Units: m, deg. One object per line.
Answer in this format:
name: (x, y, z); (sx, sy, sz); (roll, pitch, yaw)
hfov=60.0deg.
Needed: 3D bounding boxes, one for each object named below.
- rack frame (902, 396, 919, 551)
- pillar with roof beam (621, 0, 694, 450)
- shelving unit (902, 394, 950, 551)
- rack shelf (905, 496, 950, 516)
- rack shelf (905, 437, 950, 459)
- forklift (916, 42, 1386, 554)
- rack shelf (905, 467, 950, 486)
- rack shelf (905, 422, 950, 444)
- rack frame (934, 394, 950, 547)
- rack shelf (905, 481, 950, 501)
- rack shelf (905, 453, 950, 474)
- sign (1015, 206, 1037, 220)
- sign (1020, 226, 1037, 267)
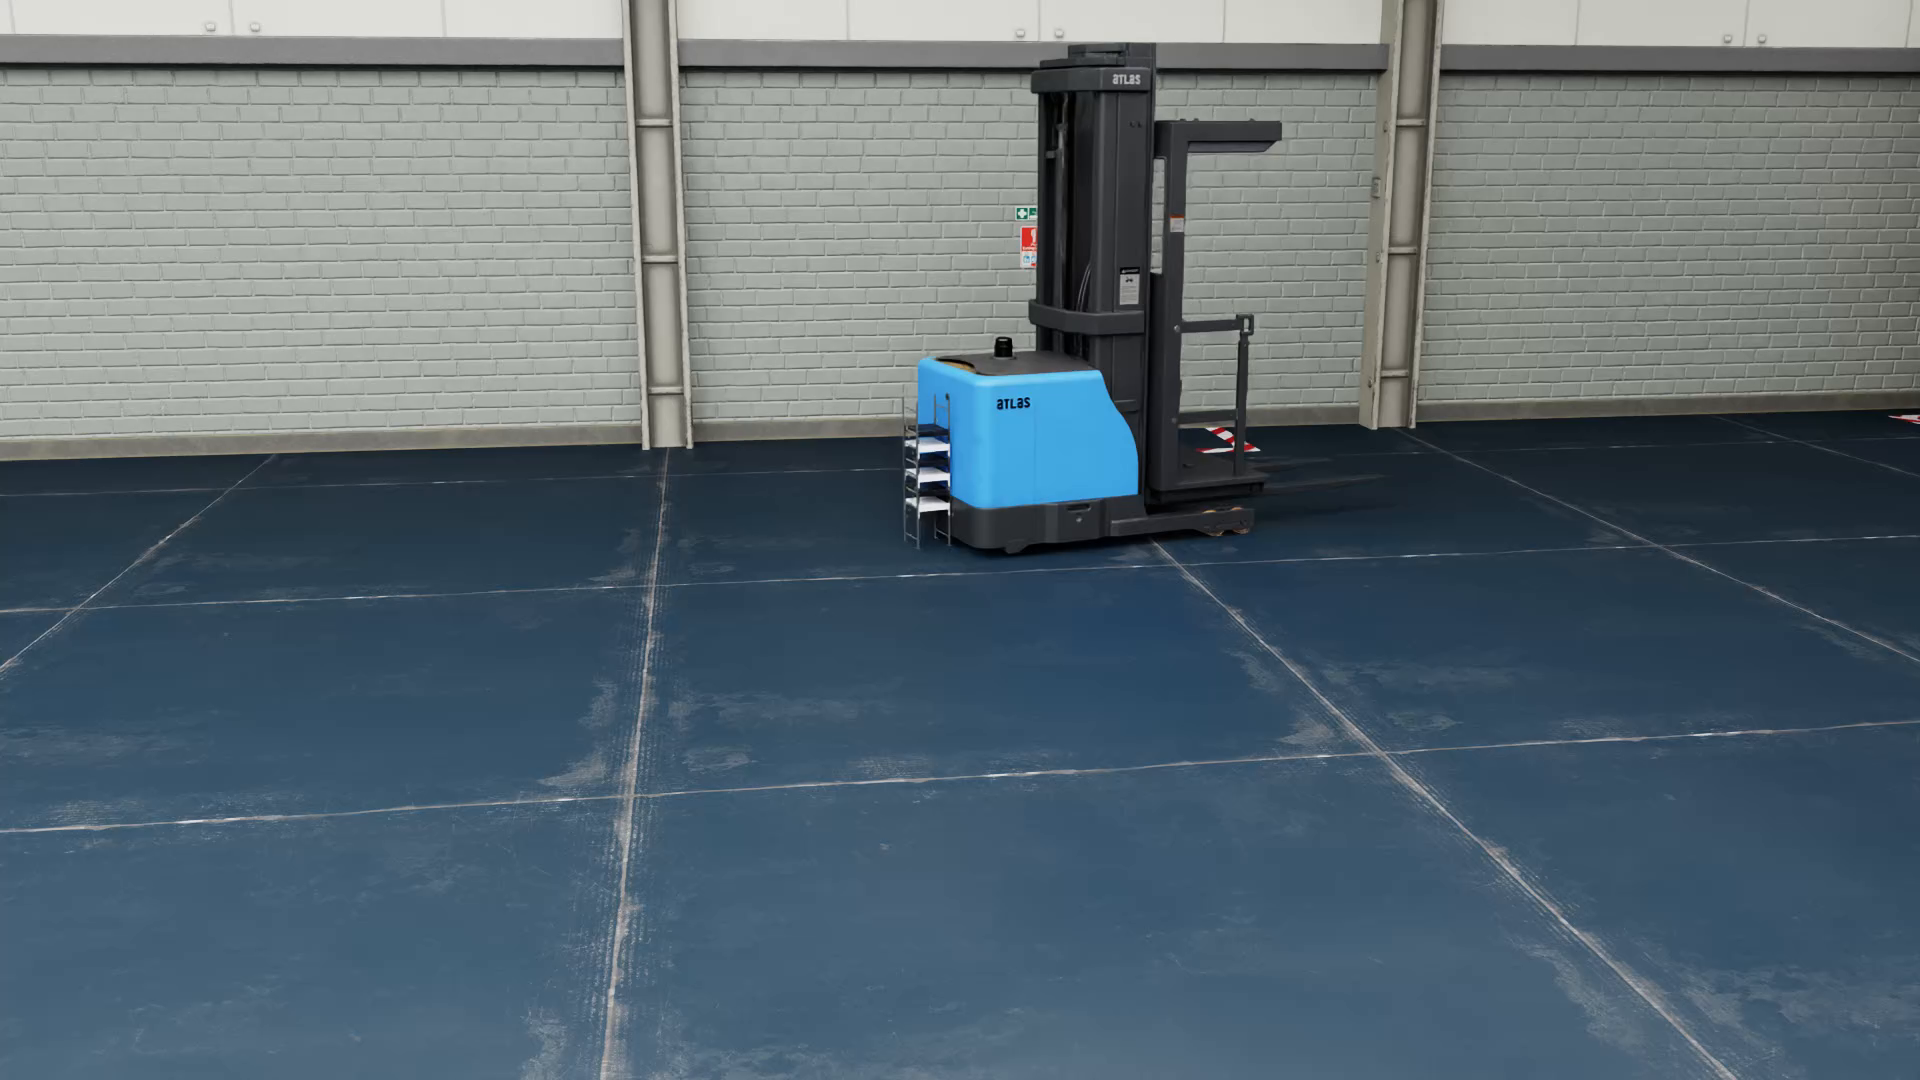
rack frame: (-0.295, -0.400, 9.967); (0.006, 0.900, 0.240); (-6, 15, -22)
pillar with roof beam: (-1.678, -4.083, 8.002); (0.400, 9.000, 9.100); (-2, 14, -8)
shelving unit: (-0.201, -0.410, 10.005); (0.210, 0.900, 0.258); (-6, 15, -22)
rack shelf: (-0.201, -0.203, 10.057); (0.200, 0.077, 0.258); (-6, 15, -22)
rack shelf: (-0.201, -0.552, 9.970); (0.200, 0.077, 0.258); (-6, 15, -22)
forklift: (1.289, -1.553, 10.388); (3.031, 2.935, 1.130); (-6, 15, -22)
rack shelf: (-0.201, -0.377, 10.013); (0.200, 0.077, 0.258); (-6, 15, -22)
rack shelf: (-0.201, -0.639, 9.948); (0.200, 0.077, 0.258); (-6, 15, -22)
rack frame: (-0.108, -0.419, 10.044); (0.006, 0.900, 0.240); (-6, 15, -22)
rack shelf: (-0.201, -0.290, 10.035); (0.200, 0.077, 0.258); (-6, 15, -22)
rack shelf: (-0.201, -0.465, 9.992); (0.200, 0.077, 0.258); (-6, 15, -22)
sign: (0.608, -2.622, 13.349); (0.331, 0.109, 0.001); (-2, 14, -8)
sign: (0.602, -2.367, 13.422); (0.234, 0.329, 0.001); (-2, 14, -8)
